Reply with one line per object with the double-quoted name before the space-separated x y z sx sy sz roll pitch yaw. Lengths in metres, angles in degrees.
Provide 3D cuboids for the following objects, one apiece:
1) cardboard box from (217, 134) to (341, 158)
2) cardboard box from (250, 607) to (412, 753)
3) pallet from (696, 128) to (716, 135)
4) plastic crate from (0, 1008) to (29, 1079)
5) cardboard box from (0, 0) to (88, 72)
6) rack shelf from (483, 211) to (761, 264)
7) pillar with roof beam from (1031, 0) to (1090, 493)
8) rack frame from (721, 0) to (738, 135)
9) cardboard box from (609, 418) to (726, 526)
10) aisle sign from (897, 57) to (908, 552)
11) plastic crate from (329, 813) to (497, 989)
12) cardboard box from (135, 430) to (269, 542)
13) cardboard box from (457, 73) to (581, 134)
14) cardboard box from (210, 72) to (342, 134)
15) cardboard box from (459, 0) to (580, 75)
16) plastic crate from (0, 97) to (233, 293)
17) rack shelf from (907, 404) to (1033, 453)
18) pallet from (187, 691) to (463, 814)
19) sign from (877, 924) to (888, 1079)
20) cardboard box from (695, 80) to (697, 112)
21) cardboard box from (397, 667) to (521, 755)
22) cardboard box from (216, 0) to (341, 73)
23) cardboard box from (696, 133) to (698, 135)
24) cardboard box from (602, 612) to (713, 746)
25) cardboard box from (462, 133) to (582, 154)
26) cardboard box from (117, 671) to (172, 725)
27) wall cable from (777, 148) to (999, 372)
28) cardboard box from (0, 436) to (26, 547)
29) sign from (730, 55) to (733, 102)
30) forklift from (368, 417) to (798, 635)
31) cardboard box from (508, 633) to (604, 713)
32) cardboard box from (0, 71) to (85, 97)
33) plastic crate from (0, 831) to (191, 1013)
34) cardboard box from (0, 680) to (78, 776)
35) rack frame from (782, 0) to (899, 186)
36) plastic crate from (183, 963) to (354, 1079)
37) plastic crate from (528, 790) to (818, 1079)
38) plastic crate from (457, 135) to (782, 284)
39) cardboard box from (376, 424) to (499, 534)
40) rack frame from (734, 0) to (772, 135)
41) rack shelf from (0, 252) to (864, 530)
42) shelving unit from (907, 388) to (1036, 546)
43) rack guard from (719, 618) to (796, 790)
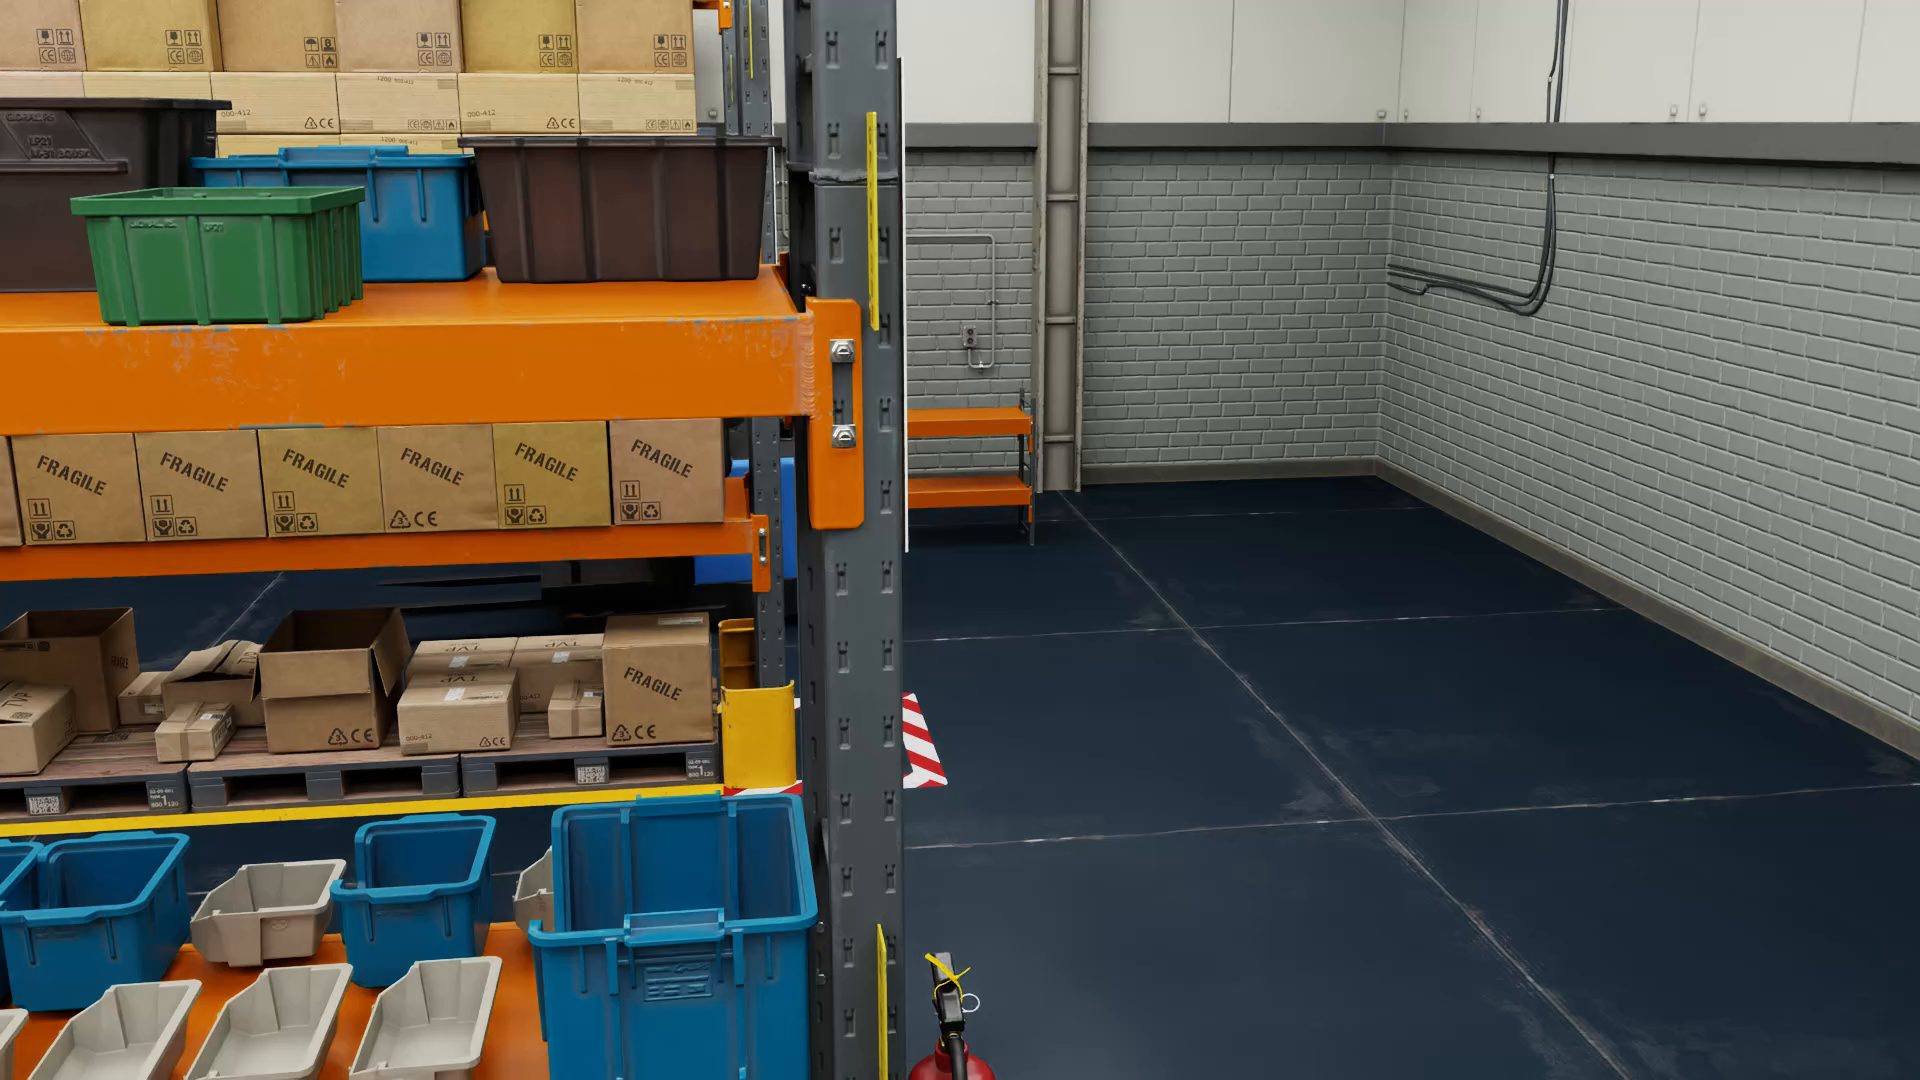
"cardboard box" -2.920 -1.657 7.305 0.500 0.250 0.500 -2 14 -8
"cardboard box" -3.065 0.665 8.130 0.637 0.503 0.797 -2 14 -8
"pallet" -2.440 -2.982 12.461 1.213 0.211 1.003 -2 14 -8
"plastic crate" -1.862 0.994 3.011 0.250 0.136 0.298 -2 14 -8
"cardboard box" -3.931 -2.262 7.148 0.500 0.500 0.700 -2 14 -8
"rack shelf" -2.944 -1.441 7.615 4.000 0.370 1.077 -2 14 -8
"pillar with roof beam" 1.474 -3.780 9.293 0.400 9.000 9.100 -2 14 -8
"rack frame" -1.708 -4.509 12.203 0.127 3.000 1.000 -2 14 -8
"cardboard box" -1.369 -0.375 7.844 0.500 0.500 0.500 -2 14 -7
"aisle sign" -0.117 -0.409 2.843 0.004 0.787 0.394 -2 14 -8
"plastic crate" -1.176 0.790 3.628 0.300 0.233 0.416 -2 14 -8
"cardboard box" -3.376 -0.301 7.551 0.500 0.500 0.500 -2 14 -9
"cardboard box" -1.931 -1.934 7.383 0.500 0.250 0.500 -2 14 -8
"cardboard box" -2.919 -1.897 7.236 0.500 0.250 0.500 -2 14 -8
"cardboard box" -1.979 -2.376 7.602 0.500 0.500 0.700 -2 14 -8
"plastic crate" -1.784 -0.652 3.116 0.767 0.338 0.504 -2 14 -8
"rack shelf" 0.007 -0.830 12.515 1.000 0.278 0.538 -2 14 -8
"pallet" -3.033 1.020 8.221 1.213 0.211 1.003 -2 14 -8
"sign" -0.134 0.836 2.885 0.005 0.325 0.100 -2 14 -8
"cardboard box" -1.513 -2.076 7.950 0.500 0.250 0.500 -2 14 -8
"cardboard box" -2.411 0.819 8.039 0.500 0.250 0.500 -2 14 -8
"cardboard box" -2.966 -2.336 7.444 0.500 0.500 0.700 -2 14 -8
"cardboard box" -1.512 -1.833 8.005 0.500 0.250 0.500 -2 14 -8
"cardboard box" -1.467 0.670 8.117 0.500 0.500 0.500 -2 14 -8
"cardboard box" -1.931 -1.692 7.446 0.500 0.250 0.500 -2 14 -8
"cardboard box" -4.039 0.790 8.363 0.250 0.149 0.380 -2 14 -8
"wall cable" -0.583 -2.366 13.901 1.851 1.984 0.084 -2 14 -8
"cardboard box" -4.377 -0.264 7.404 0.500 0.500 0.500 -2 14 -7
"sign" -1.641 -3.314 11.947 0.005 0.325 0.100 -2 14 -8
"forklift" -2.210 -0.942 10.455 3.031 2.935 1.130 -3 14 -13
"cardboard box" -2.041 0.682 8.584 0.500 0.250 0.500 -2 14 -8
"cardboard box" -3.910 -1.864 7.102 0.500 0.250 0.500 -2 14 -8
"plastic crate" -1.827 0.813 3.533 0.300 0.233 0.416 -2 14 -8
"cardboard box" -4.474 0.865 7.730 0.500 0.311 0.500 -2 14 -8
"rack frame" -0.232 -2.126 2.700 0.127 3.000 1.000 -2 14 -8
"plastic crate" -1.300 0.963 3.135 0.243 0.136 0.396 -2 14 -8
"plastic crate" -0.535 0.795 3.191 0.499 0.435 0.616 -2 14 -8
"plastic crate" -0.654 -0.661 3.293 0.590 0.269 0.497 -2 14 -8
"cardboard box" -2.375 -0.338 7.698 0.500 0.500 0.500 -2 14 -8
"rack frame" -0.966 -3.318 7.452 0.127 3.000 1.000 -2 14 -8
"rack shelf" -2.210 -0.250 2.864 4.000 0.370 1.077 -2 14 -8
"shelving unit" 0.007 -0.546 12.586 1.048 1.125 0.538 -2 14 -8
"rack guard" -1.041 0.807 8.475 0.348 0.500 1.175 -2 14 -8
